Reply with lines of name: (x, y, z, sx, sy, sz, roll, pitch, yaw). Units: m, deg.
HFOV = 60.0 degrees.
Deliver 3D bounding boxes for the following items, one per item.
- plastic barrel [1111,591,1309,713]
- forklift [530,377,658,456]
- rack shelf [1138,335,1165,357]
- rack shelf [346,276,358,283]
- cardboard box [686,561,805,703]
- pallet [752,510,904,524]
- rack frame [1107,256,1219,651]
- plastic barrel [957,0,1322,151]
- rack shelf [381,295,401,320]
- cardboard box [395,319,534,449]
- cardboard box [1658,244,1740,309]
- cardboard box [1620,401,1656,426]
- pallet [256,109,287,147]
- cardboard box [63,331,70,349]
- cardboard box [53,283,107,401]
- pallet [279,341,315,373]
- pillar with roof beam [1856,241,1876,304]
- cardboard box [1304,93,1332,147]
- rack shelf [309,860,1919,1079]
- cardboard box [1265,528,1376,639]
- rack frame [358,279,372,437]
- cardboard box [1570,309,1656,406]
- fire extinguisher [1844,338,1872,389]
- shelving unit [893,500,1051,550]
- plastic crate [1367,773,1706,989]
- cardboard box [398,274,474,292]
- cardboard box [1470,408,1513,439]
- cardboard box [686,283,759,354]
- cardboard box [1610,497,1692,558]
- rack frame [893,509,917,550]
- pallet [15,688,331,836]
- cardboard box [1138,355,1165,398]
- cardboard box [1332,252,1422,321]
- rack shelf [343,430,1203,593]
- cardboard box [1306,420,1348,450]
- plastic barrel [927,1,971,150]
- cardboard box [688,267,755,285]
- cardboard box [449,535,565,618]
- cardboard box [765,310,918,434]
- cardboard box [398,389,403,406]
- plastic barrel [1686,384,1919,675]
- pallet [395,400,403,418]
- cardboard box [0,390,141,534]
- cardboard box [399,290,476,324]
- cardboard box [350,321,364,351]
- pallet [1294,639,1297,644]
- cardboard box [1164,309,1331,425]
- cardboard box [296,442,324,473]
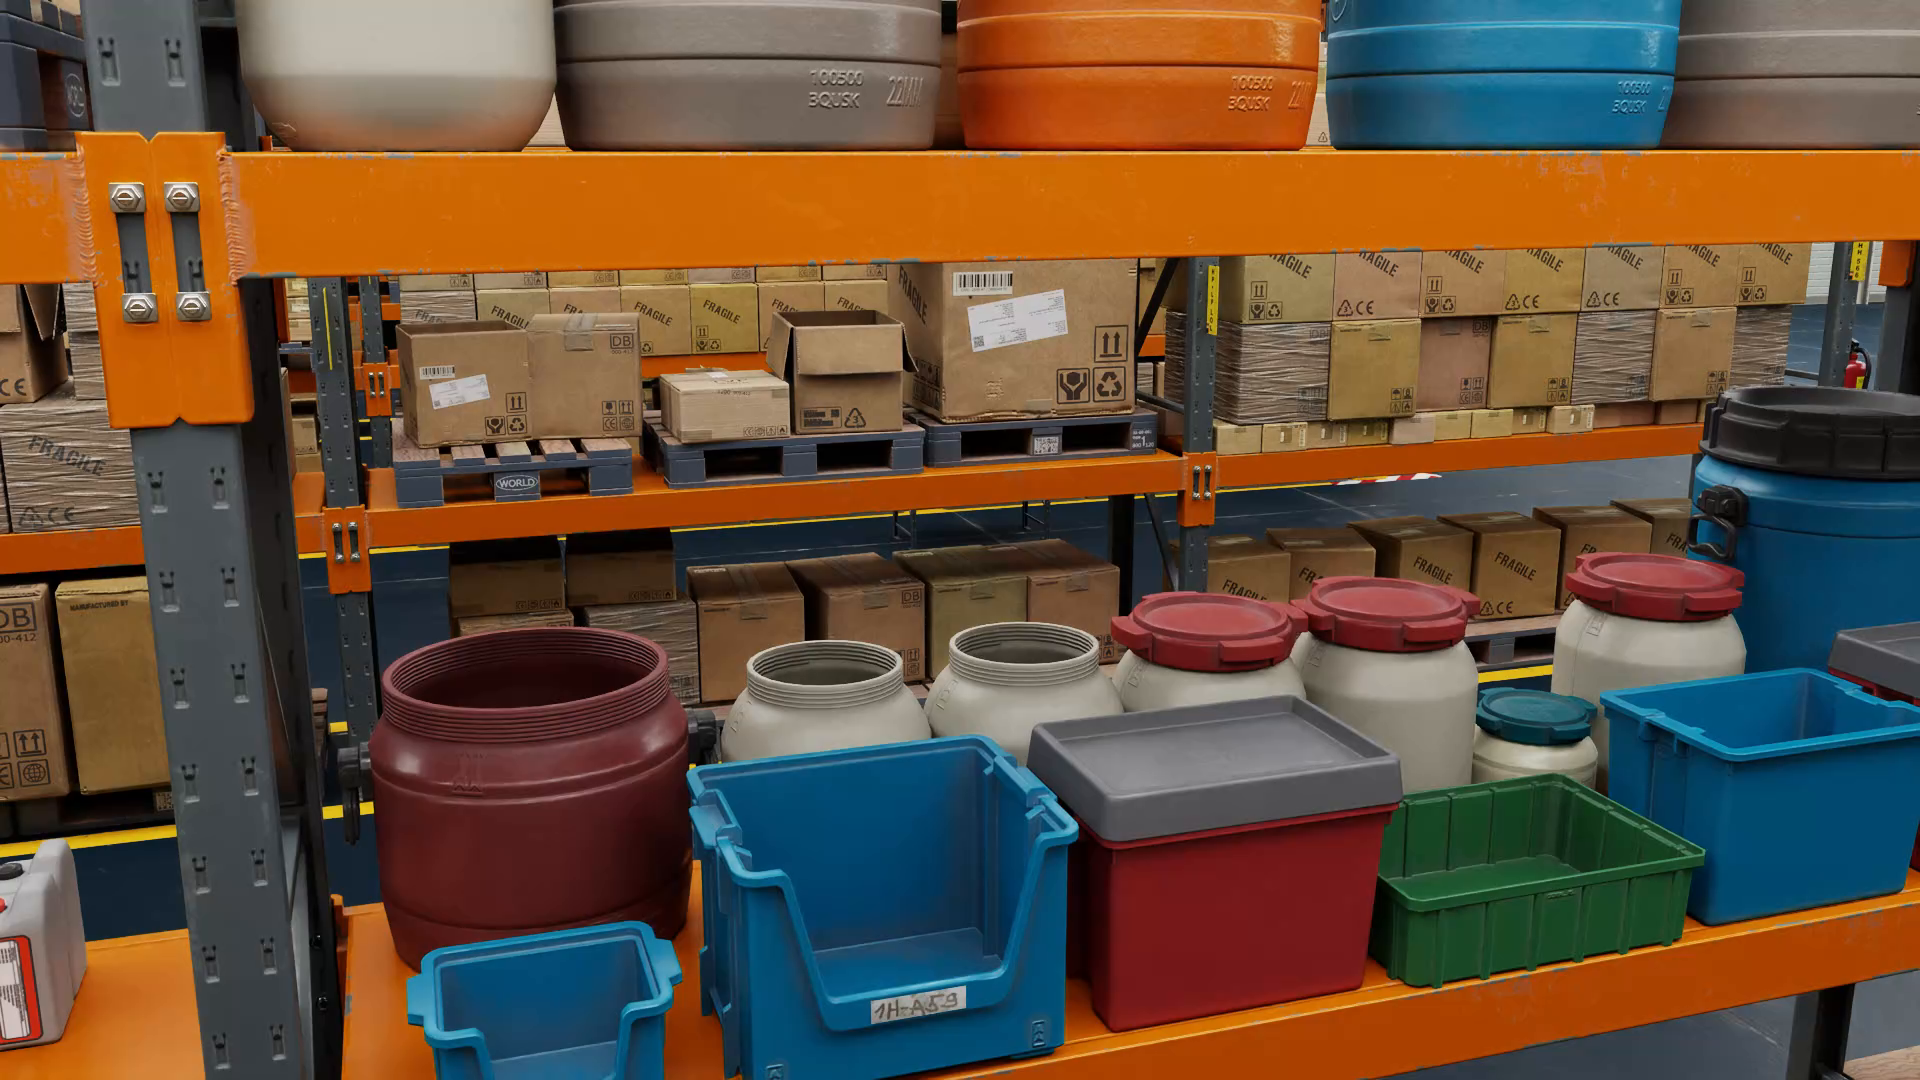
plastic barrel: (0.535, 0.416, 3.618, 0.433, 0.535, 0.433, 0, 13, 0)
forklift: (-3.131, -2.152, 14.856, 3.031, 2.935, 1.130, -6, 14, -22)
rack shelf: (1.447, -1.606, 13.965, 4.000, 0.370, 1.077, -4, 14, -18)
rack shelf: (-9.397, -3.182, 20.591, 4.000, 0.370, 1.077, -4, 14, -18)
cardboard box: (-1.068, 0.444, 8.246, 0.500, 0.500, 0.700, -3, 14, -13)
pallet: (-1.156, -0.378, 13.275, 1.213, 0.211, 1.003, -4, 14, -18)
rack frame: (1.037, -0.713, 8.657, 0.127, 3.000, 1.000, -4, 14, -18)
plastic barrel: (0.293, -1.061, 2.710, 0.708, 0.830, 0.600, -4, 14, -18)
rack shelf: (-4.019, -2.389, 17.257, 4.000, 0.370, 1.077, -4, 14, -18)
cardboard box: (-2.255, -0.719, 7.560, 0.500, 0.500, 0.500, -6, 15, -25)
cardboard box: (3.914, -1.555, 9.177, 0.500, 0.500, 0.500, -4, 14, -18)
cardboard box: (3.674, -0.747, 9.343, 0.250, 0.149, 0.380, -4, 14, -18)
pallet: (-3.347, -1.726, 6.842, 1.003, 0.211, 1.213, -4, 14, -15)
cardboard box: (-5.778, -1.364, 11.031, 0.250, 0.149, 0.380, -4, 14, -16)
cardboard box: (-3.452, -0.904, 7.076, 0.637, 0.503, 0.797, -4, 14, -16)
pallet: (-4.881, -1.343, 11.723, 1.003, 0.211, 1.213, -4, 14, -18)
pillar with roof beam: (17.567, -7.719, 25.147, 0.400, 9.000, 9.100, -4, 14, -18)
cardboard box: (1.545, -2.076, 8.230, 0.500, 0.250, 0.500, -5, 14, -20)
rack shelf: (0.721, 0.871, 3.553, 4.000, 0.370, 1.077, -4, 14, -18)
cardboard box: (1.970, 0.234, 9.169, 0.500, 0.500, 0.500, 0, 13, 0)
rack frame: (-5.915, -2.591, 16.553, 0.127, 3.000, 1.000, -4, 14, -18)
cardboard box: (3.375, -1.076, 9.325, 0.500, 0.500, 0.875, -4, 14, -18)
fire extinguisher: (5.084, -0.878, 9.517, 0.183, 0.674, 0.296, -4, 14, -18)
shelving unit: (0.081, -0.736, 11.996, 1.048, 1.500, 0.538, -4, 14, -18)
plastic crate: (1.056, 0.667, 3.314, 0.662, 0.188, 0.450, -4, 14, -18)
cardboard box: (-3.811, -2.079, 12.023, 0.500, 0.500, 0.700, -5, 14, -18)
cardboard box: (2.754, -0.654, 8.953, 0.250, 0.149, 0.380, -4, 14, -18)
cardboard box: (-1.816, -1.685, 12.528, 0.500, 0.500, 0.500, -4, 14, -17)
cardboard box: (4.231, 0.046, 9.960, 0.500, 0.500, 0.500, -2, 14, -8)
rack frame: (-0.401, -0.698, 11.838, 0.032, 1.500, 0.500, -4, 14, -18)
pallet: (-3.525, 0.981, 7.563, 1.213, 0.211, 1.003, -4, 14, -18)
cardboard box: (1.887, -1.144, 14.154, 0.875, 0.875, 0.875, -5, 14, -19)
cardboard box: (2.018, -1.407, 8.557, 0.500, 0.500, 0.500, -4, 14, -18)
rack shelf: (-0.858, -0.215, 8.119, 4.000, 0.370, 1.077, -4, 14, -18)
cardboard box: (1.806, -0.580, 8.644, 0.250, 0.149, 0.380, -4, 14, -18)
plastic barrel: (-0.043, -0.868, 3.127, 0.301, 0.262, 0.301, 0, 13, 0)
cardboard box: (-1.884, -2.229, 12.657, 0.500, 0.500, 0.700, -4, 14, -18)
cardboard box: (-2.128, 0.164, 7.803, 0.500, 0.250, 0.500, -4, 14, -16)
cardboard box: (-0.576, -0.819, 7.973, 0.637, 0.503, 0.797, -3, 14, -12)
cardboard box: (-5.376, -1.556, 16.975, 0.625, 0.372, 0.950, -5, 14, -22)
plastic barrel: (2.154, 0.092, 4.191, 0.708, 0.901, 0.600, -4, 14, -18)
pallet: (-5.173, -1.292, 17.117, 1.213, 0.211, 1.003, -4, 14, -18)
cardboard box: (-3.617, -0.340, 6.873, 0.500, 0.500, 0.500, -5, 14, -19)
cardboard box: (-3.728, -1.535, 11.899, 0.500, 0.500, 0.500, -4, 14, -17)
cardboard box: (-7.833, -2.589, 21.040, 0.500, 0.500, 0.500, -4, 14, -16)
pallet: (1.662, 0.587, 9.220, 1.213, 0.211, 1.003, -4, 14, -18)
cardboard box: (1.483, -0.926, 8.693, 0.500, 0.500, 0.875, -4, 14, -18)
cardboard box: (-4.780, -0.395, 11.816, 0.500, 0.500, 0.500, -5, 14, -18)
